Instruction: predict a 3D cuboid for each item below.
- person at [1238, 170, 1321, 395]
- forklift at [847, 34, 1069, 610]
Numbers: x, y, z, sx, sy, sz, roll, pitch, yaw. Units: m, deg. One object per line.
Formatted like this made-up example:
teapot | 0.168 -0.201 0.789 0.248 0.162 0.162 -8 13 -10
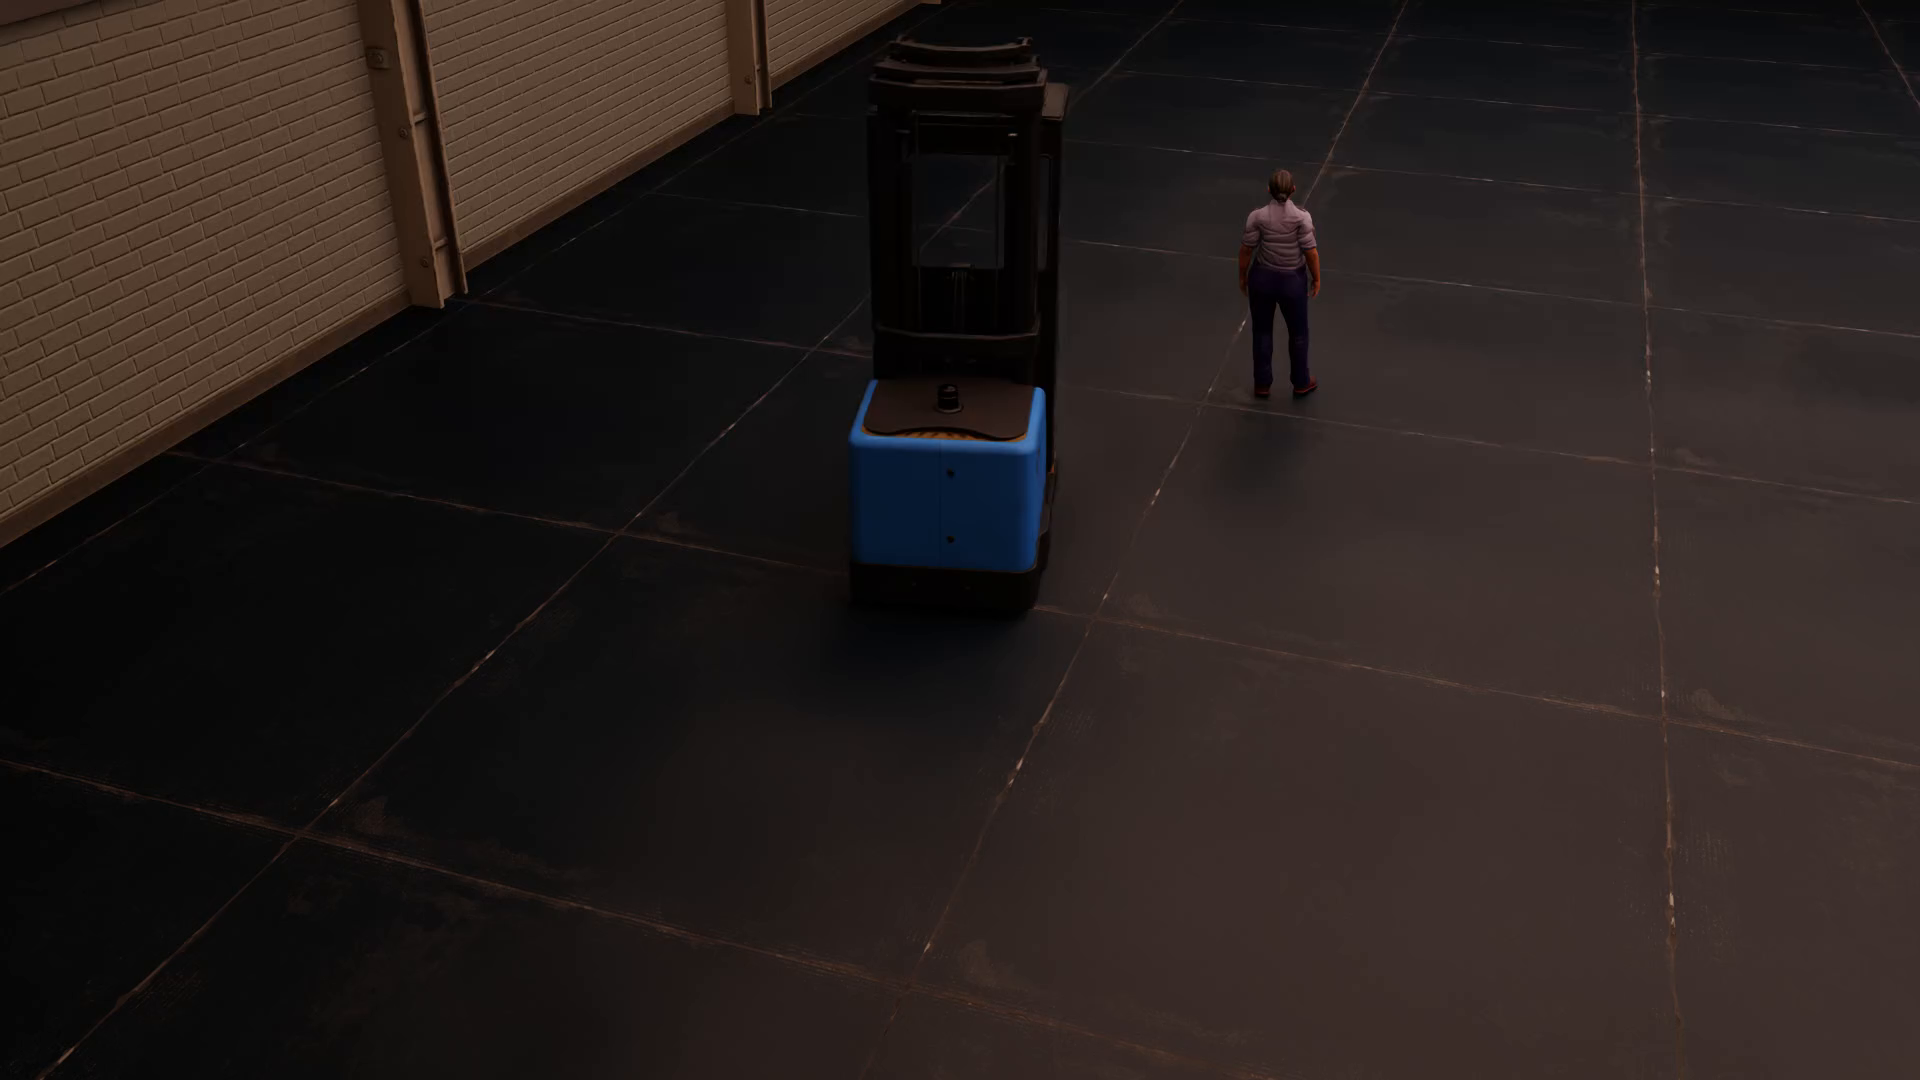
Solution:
person | 2.245 -1.801 11.576 0.597 1.651 0.502 10 31 17
forklift | 0.052 -1.590 9.926 1.130 2.935 3.031 3 30 5
